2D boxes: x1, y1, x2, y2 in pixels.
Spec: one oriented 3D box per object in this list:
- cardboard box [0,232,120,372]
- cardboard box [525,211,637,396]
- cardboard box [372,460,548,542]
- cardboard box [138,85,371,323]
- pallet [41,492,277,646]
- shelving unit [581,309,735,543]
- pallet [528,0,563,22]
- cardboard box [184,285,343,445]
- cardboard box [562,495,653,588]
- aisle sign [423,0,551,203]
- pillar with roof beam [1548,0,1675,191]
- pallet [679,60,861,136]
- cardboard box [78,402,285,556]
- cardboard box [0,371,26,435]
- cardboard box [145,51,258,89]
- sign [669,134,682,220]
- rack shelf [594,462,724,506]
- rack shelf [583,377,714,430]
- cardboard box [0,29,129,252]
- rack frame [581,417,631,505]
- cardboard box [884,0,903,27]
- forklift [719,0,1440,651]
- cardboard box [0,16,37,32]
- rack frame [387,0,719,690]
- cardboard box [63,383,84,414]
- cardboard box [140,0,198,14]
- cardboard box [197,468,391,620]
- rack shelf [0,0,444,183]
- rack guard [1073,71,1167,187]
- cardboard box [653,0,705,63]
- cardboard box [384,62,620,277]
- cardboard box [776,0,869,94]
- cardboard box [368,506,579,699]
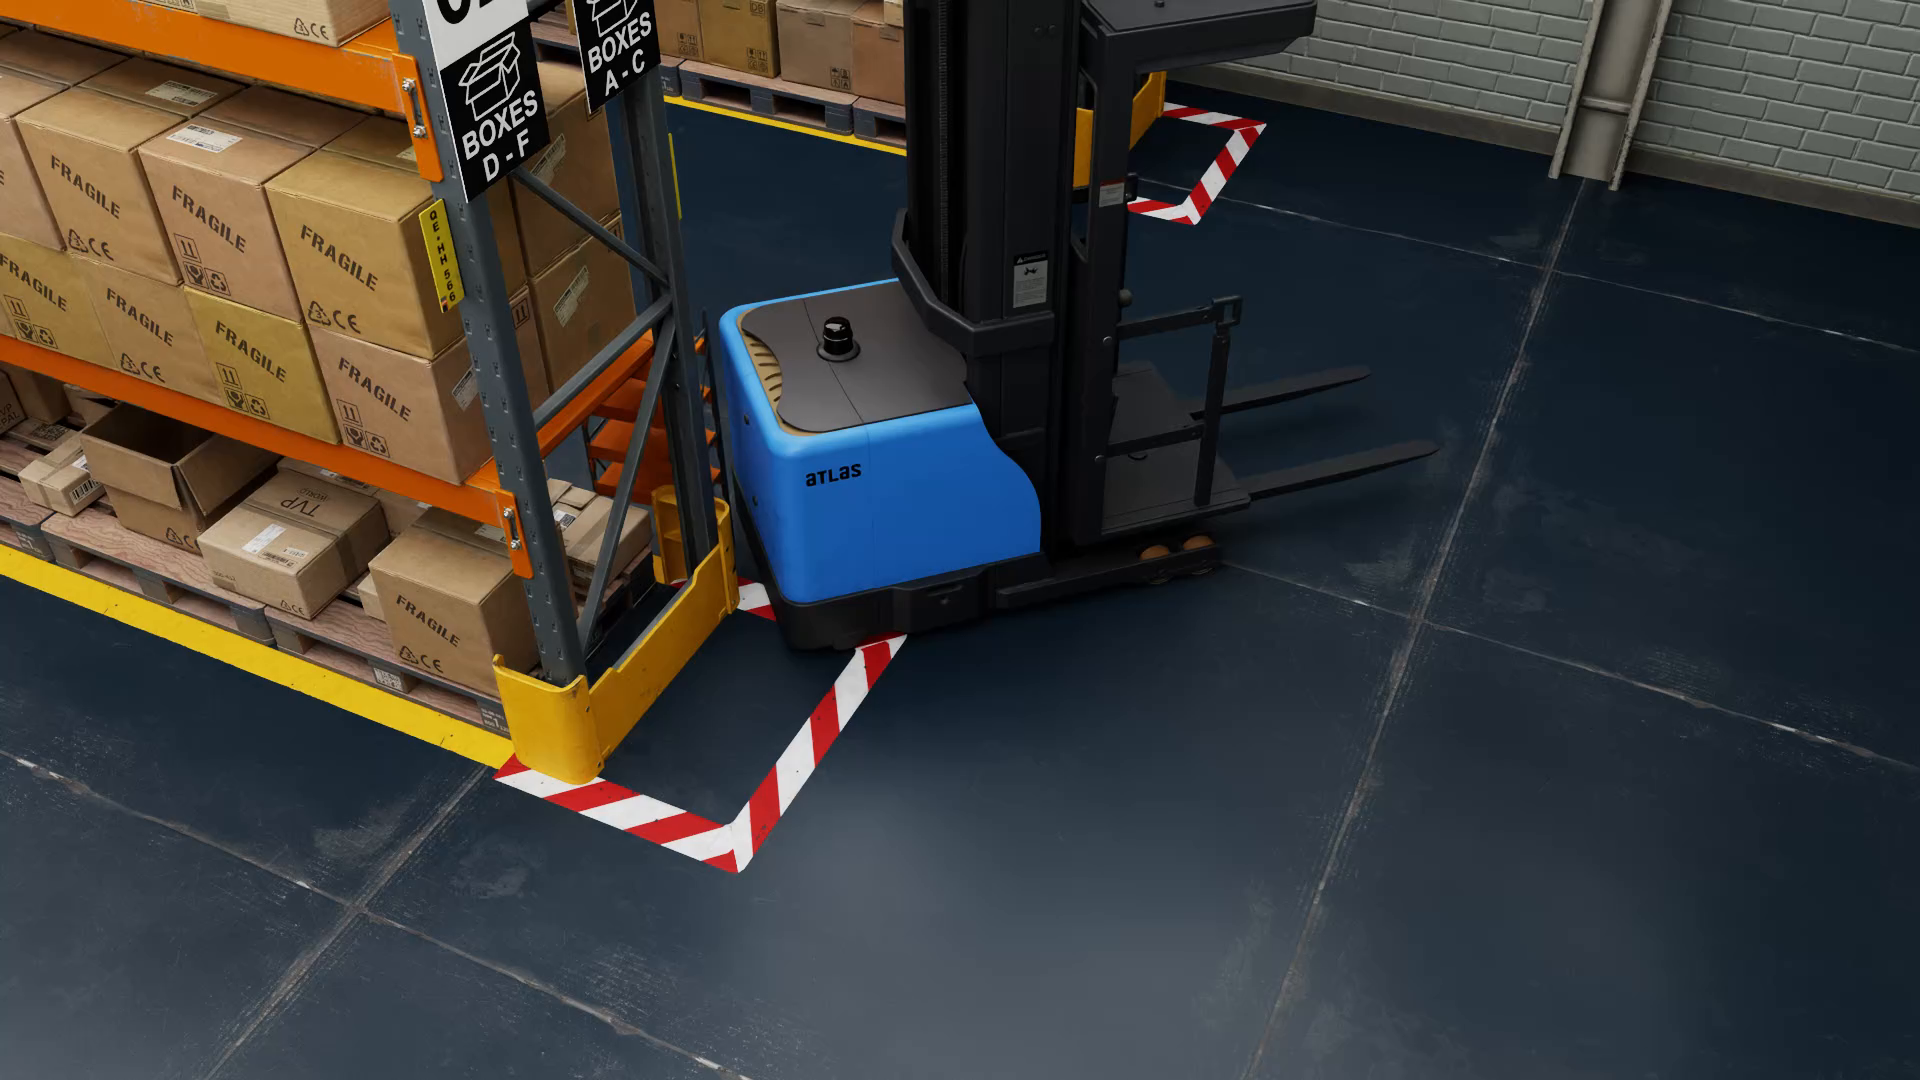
[{"bbox_3d":[-3.131,-1.002,6.039,0.500,0.500,0.500,16,44,18],"label":"cardboard box"},{"bbox_3d":[-1.523,-0.896,5.917,0.500,0.500,0.500,18,44,20],"label":"cardboard box"},{"bbox_3d":[-2.058,-0.164,6.912,0.500,0.250,0.500,17,44,19],"label":"cardboard box"},{"bbox_3d":[-2.210,-1.094,5.382,0.500,0.500,0.500,18,44,20],"label":"cardboard box"},{"bbox_3d":[-3.125,-0.105,7.210,1.213,0.211,1.003,17,44,19],"label":"pallet"},{"bbox_3d":[-1.257,-0.419,6.817,0.503,1.200,0.258,12,43,14],"label":"shelving unit"},{"bbox_3d":[-3.497,-3.743,11.408,1.213,0.211,1.003,17,44,19],"label":"pallet"},{"bbox_3d":[-2.225,-0.721,5.715,0.500,0.500,0.500,17,44,19],"label":"cardboard box"},{"bbox_3d":[-1.466,0.012,6.787,0.250,0.149,0.380,17,44,19],"label":"cardboard box"},{"bbox_3d":[-1.300,-1.361,4.545,0.004,0.787,0.394,17,44,19],"label":"aisle sign"},{"bbox_3d":[1.851,-2.998,3.838,0.400,9.000,9.100,17,44,19],"label":"pillar with roof beam"},{"bbox_3d":[-1.000,-2.980,10.527,1.213,0.211,1.003,17,44,19],"label":"pallet"},{"bbox_3d":[-3.152,-0.392,6.983,0.637,0.503,0.797,17,44,19],"label":"cardboard box"},{"bbox_3d":[-4.568,-0.592,7.360,0.500,0.311,0.500,17,44,19],"label":"cardboard box"},{"bbox_3d":[-2.451,-1.556,5.915,0.500,0.500,0.500,18,44,19],"label":"cardboard box"},{"bbox_3d":[-1.003,-1.228,5.716,0.005,0.325,0.100,17,44,19],"label":"sign"},{"bbox_3d":[-1.257,-0.219,6.991,0.480,0.148,0.258,12,43,14],"label":"rack shelf"},{"bbox_3d":[-1.257,-0.537,6.714,0.480,0.148,0.258,12,43,14],"label":"rack shelf"},{"bbox_3d":[-3.147,-1.377,5.709,0.500,0.500,0.500,18,44,20],"label":"cardboard box"},{"bbox_3d":[-1.489,-0.469,6.874,0.015,1.200,0.240,12,43,14],"label":"rack frame"},{"bbox_3d":[-0.243,-3.112,9.643,0.250,0.149,0.380,18,44,20],"label":"cardboard box"},{"bbox_3d":[0.590,-1.237,6.439,3.031,2.935,1.130,-12,42,-14],"label":"forklift"},{"bbox_3d":[-3.367,-1.836,6.238,0.500,0.500,0.500,17,44,19],"label":"cardboard box"},{"bbox_3d":[-1.232,-0.579,5.628,0.127,3.000,1.000,17,44,19],"label":"rack frame"},{"bbox_3d":[-3.855,-0.718,7.629,0.250,0.149,0.380,17,44,19],"label":"cardboard box"},{"bbox_3d":[-2.257,-1.787,4.845,0.500,0.250,0.500,17,44,19],"label":"cardboard box"},{"bbox_3d":[-2.677,0.008,6.713,0.500,0.250,0.500,17,44,19],"label":"cardboard box"},{"bbox_3d":[-3.044,-1.995,5.520,4.000,0.370,1.077,17,44,19],"label":"rack shelf"},{"bbox_3d":[0.881,-2.569,9.832,0.348,0.500,1.175,17,44,19],"label":"rack guard"},{"bbox_3d":[-1.678,-3.433,10.509,0.500,0.500,0.700,17,44,18],"label":"cardboard box"},{"bbox_3d":[-1.523,-1.274,5.590,0.500,0.500,0.500,18,44,20],"label":"cardboard box"},{"bbox_3d":[-0.727,-3.146,10.178,0.500,0.500,0.700,16,43,17],"label":"cardboard box"},{"bbox_3d":[-1.829,0.195,6.308,0.500,0.500,0.500,17,44,19],"label":"cardboard box"}]
